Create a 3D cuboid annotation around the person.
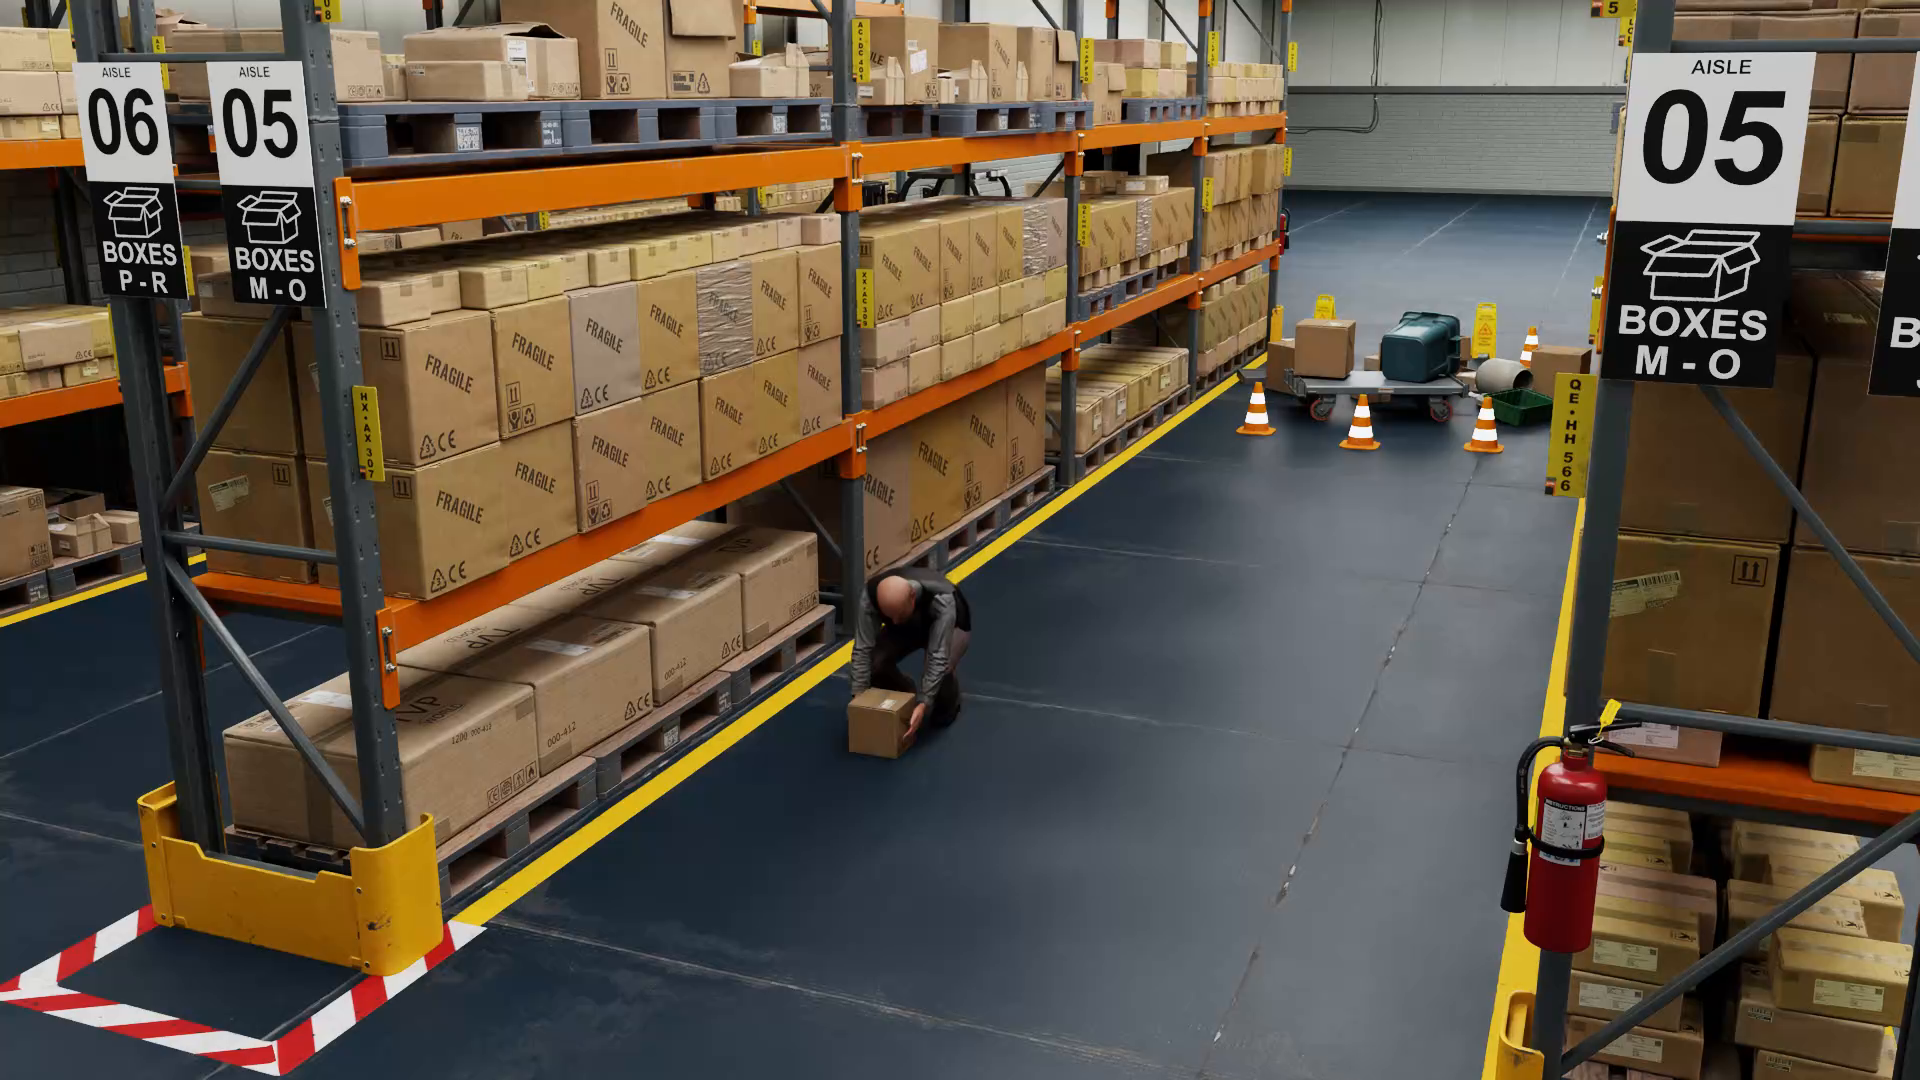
[{"bbox_3d":[-0.233,0.512,8.329,0.538,0.869,0.871,6,16,21],"label":"person"}]
